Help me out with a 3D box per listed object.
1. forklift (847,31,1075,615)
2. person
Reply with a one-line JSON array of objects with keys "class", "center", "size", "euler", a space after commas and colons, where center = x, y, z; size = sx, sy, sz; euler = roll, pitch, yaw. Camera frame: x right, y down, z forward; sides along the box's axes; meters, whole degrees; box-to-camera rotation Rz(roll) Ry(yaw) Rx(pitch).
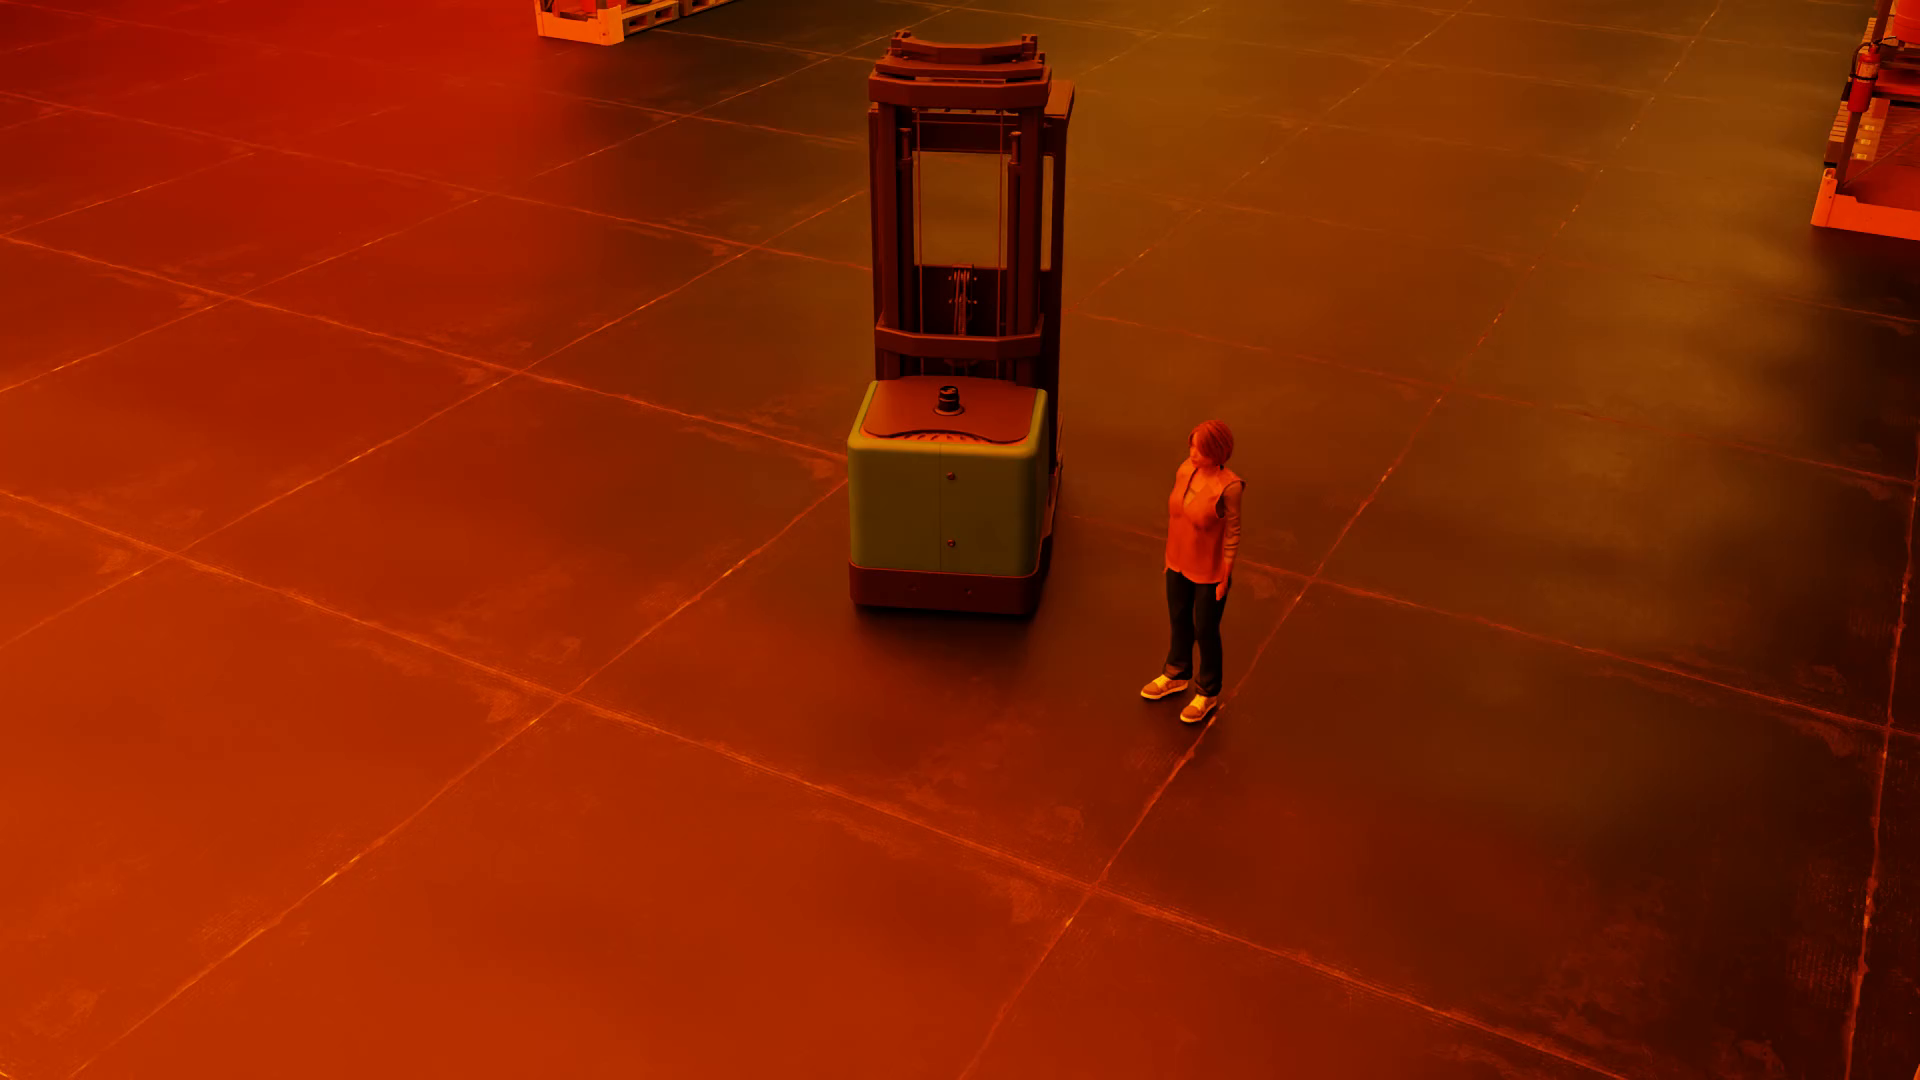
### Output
[{"class": "forklift", "center": [0.072, -1.572, 9.794], "size": [1.130, 2.935, 3.031], "euler": [3, 30, 6]}, {"class": "person", "center": [1.171, 0.143, 8.157], "size": [0.323, 1.602, 0.409], "euler": [-23, 37, -34]}]
